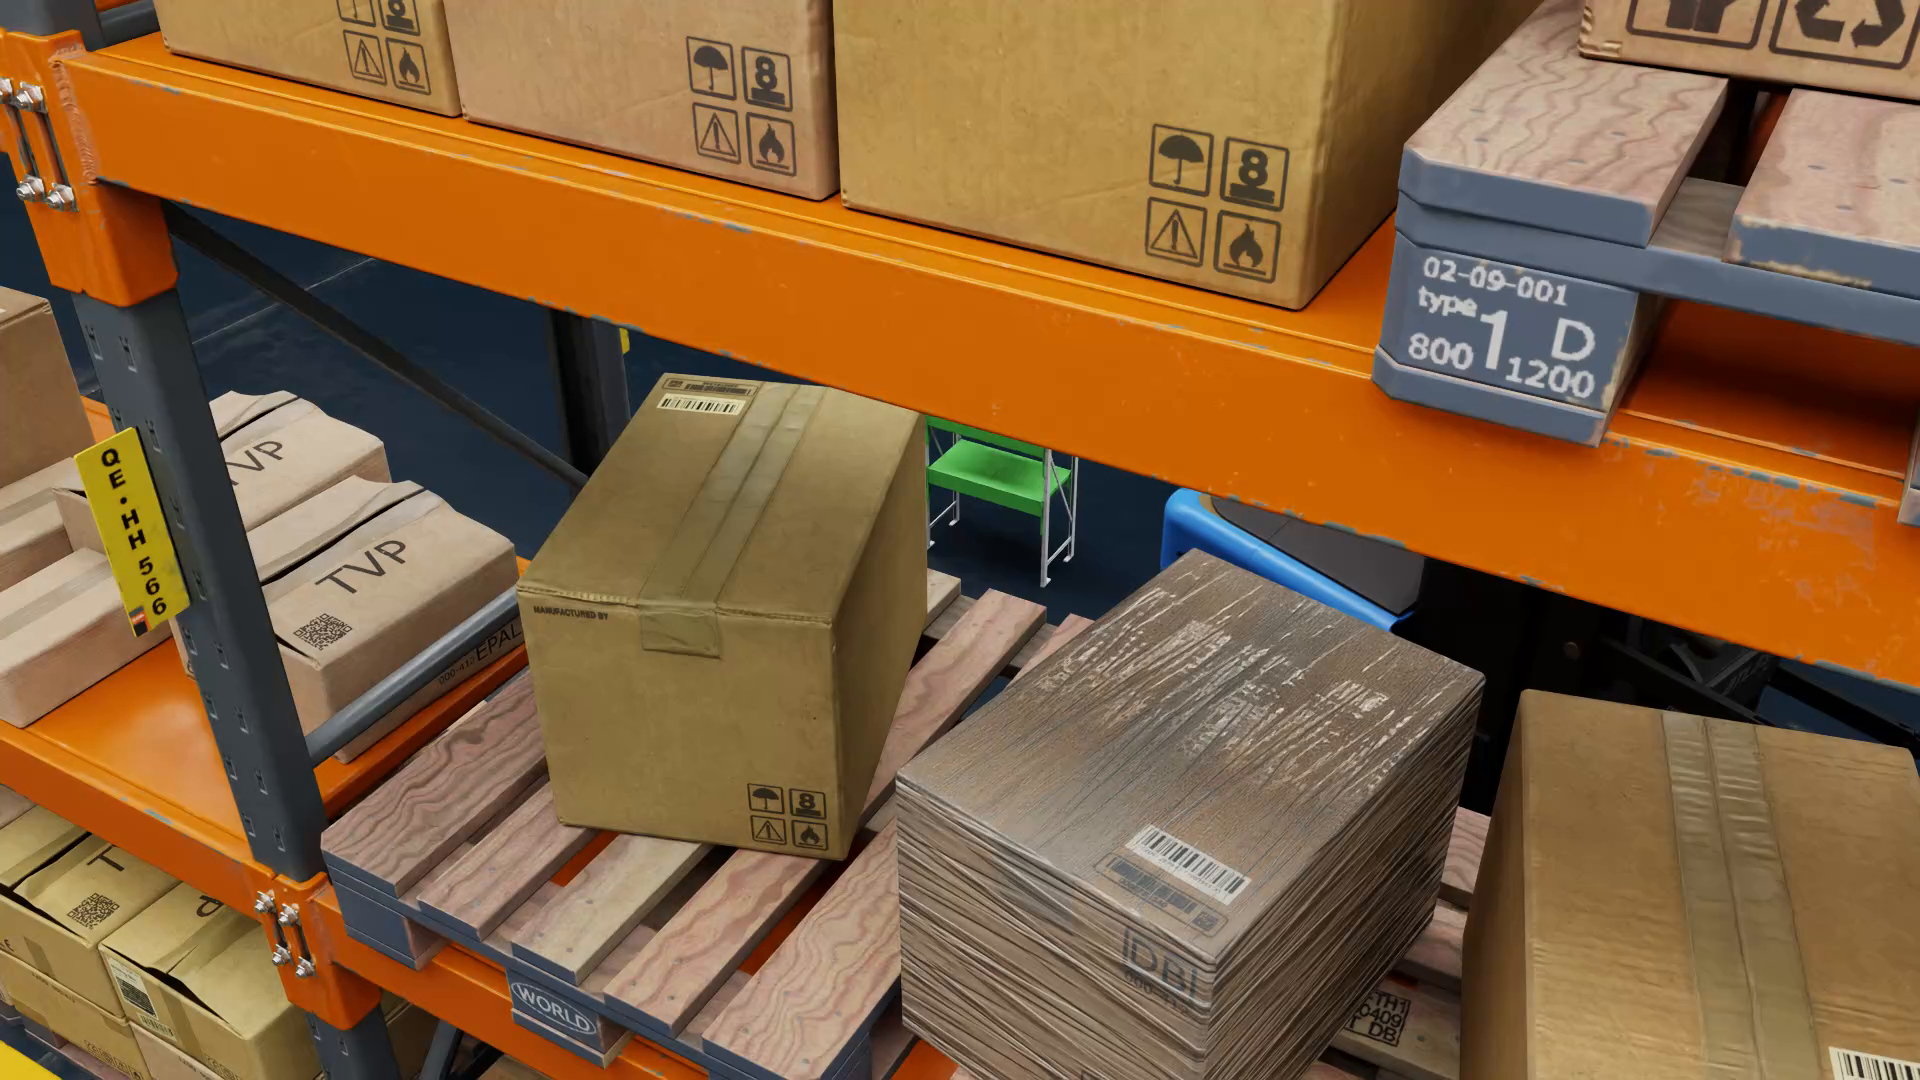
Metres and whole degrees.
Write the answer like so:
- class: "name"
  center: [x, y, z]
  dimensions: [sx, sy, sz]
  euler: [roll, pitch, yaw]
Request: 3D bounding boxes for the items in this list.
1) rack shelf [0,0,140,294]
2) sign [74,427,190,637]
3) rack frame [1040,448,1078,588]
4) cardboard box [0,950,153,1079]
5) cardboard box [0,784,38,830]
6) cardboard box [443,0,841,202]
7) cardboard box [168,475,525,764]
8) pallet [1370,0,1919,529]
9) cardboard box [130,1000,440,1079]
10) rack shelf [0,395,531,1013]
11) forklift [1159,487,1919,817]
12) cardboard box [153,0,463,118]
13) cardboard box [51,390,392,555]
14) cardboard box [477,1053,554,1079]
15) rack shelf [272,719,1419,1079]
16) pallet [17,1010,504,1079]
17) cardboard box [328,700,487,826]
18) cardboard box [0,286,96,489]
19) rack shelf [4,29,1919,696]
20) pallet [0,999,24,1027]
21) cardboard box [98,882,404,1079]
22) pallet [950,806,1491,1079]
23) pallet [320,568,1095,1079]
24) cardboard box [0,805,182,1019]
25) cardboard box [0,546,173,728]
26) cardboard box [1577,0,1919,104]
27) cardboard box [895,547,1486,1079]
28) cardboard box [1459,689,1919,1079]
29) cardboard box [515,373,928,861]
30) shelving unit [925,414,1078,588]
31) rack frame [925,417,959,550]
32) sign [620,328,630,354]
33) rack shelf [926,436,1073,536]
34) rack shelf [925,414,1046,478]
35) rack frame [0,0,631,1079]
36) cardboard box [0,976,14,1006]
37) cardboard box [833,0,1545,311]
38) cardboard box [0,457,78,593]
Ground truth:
- class: "rack shelf"
  center: [-2.710, -1.293, 3.429]
  dimensions: [4.000, 0.370, 1.077]
  euler: [18, 37, 24]
- class: "sign"
  center: [-1.246, -0.008, 2.511]
  dimensions: [0.005, 0.325, 0.100]
  euler: [18, 37, 24]
- class: "rack frame"
  center: [0.356, -0.387, 5.748]
  dimensions: [0.015, 1.200, 0.240]
  euler: [18, 37, 24]
- class: "cardboard box"
  center: [-2.001, 1.008, 4.132]
  dimensions: [0.500, 0.250, 0.500]
  euler: [17, 37, 24]
- class: "cardboard box"
  center: [-2.442, 0.637, 4.184]
  dimensions: [0.500, 0.311, 0.500]
  euler: [17, 37, 24]
- class: "cardboard box"
  center: [-0.135, -0.840, 2.009]
  dimensions: [0.500, 0.500, 0.910]
  euler: [18, 37, 24]
- class: "cardboard box"
  center: [-1.268, 0.122, 3.441]
  dimensions: [0.500, 0.311, 0.500]
  euler: [20, 39, 27]
- class: "pallet"
  center: [1.066, -0.361, 1.550]
  dimensions: [1.003, 0.211, 1.213]
  euler: [18, 37, 24]
- class: "cardboard box"
  center: [-1.552, 1.148, 3.921]
  dimensions: [0.500, 0.250, 0.500]
  euler: [19, 38, 25]
- class: "rack shelf"
  center: [-2.710, -0.045, 4.260]
  dimensions: [4.000, 0.370, 1.077]
  euler: [18, 37, 24]
- class: "forklift"
  center: [1.870, 0.007, 3.596]
  dimensions: [1.130, 2.935, 3.031]
  euler: [-25, 41, -32]
- class: "cardboard box"
  center: [-0.578, -0.981, 2.220]
  dimensions: [0.500, 0.500, 0.910]
  euler: [18, 37, 24]
- class: "cardboard box"
  center: [-1.654, -0.096, 3.769]
  dimensions: [0.500, 0.311, 0.500]
  euler: [17, 37, 24]
- class: "cardboard box"
  center: [-0.720, 1.326, 3.411]
  dimensions: [0.500, 0.500, 0.500]
  euler: [19, 38, 26]
- class: "rack shelf"
  center: [0.763, 1.055, 2.608]
  dimensions: [4.000, 0.370, 1.077]
  euler: [18, 37, 24]
- class: "pallet"
  center: [-1.669, 1.121, 4.376]
  dimensions: [1.213, 0.211, 1.003]
  euler: [18, 37, 24]
- class: "cardboard box"
  center: [-1.283, 0.657, 4.154]
  dimensions: [0.500, 0.311, 0.500]
  euler: [19, 38, 26]
- class: "cardboard box"
  center: [-2.439, -0.289, 3.888]
  dimensions: [0.500, 0.500, 0.500]
  euler: [16, 37, 22]
- class: "rack shelf"
  center: [0.763, -0.193, 1.777]
  dimensions: [4.000, 0.370, 1.077]
  euler: [18, 37, 24]
- class: "pallet"
  center: [-2.724, 0.785, 4.880]
  dimensions: [1.213, 0.211, 1.003]
  euler: [18, 37, 24]
- class: "cardboard box"
  center: [-1.551, 0.916, 3.763]
  dimensions: [0.500, 0.311, 0.500]
  euler: [19, 38, 26]
- class: "pallet"
  center: [0.717, 0.818, 2.488]
  dimensions: [1.213, 0.211, 1.003]
  euler: [18, 37, 24]
- class: "pallet"
  center: [-0.350, 0.438, 3.059]
  dimensions: [1.003, 0.211, 1.213]
  euler: [18, 37, 24]
- class: "cardboard box"
  center: [-2.005, 0.777, 3.973]
  dimensions: [0.500, 0.311, 0.500]
  euler: [17, 37, 24]
- class: "cardboard box"
  center: [-1.892, 0.196, 3.476]
  dimensions: [0.250, 0.149, 0.380]
  euler: [18, 37, 24]
- class: "cardboard box"
  center: [0.939, -0.740, 1.390]
  dimensions: [0.600, 0.600, 0.600]
  euler: [16, 37, 23]
- class: "cardboard box"
  center: [0.328, 0.452, 2.396]
  dimensions: [0.500, 0.500, 0.700]
  euler: [25, 41, 33]
- class: "cardboard box"
  center: [0.935, 0.633, 2.124]
  dimensions: [0.500, 0.500, 0.700]
  euler: [8, 35, 12]
- class: "cardboard box"
  center: [-0.371, 0.108, 2.912]
  dimensions: [0.500, 0.500, 0.700]
  euler: [6, 34, 9]
- class: "shelving unit"
  center: [0.144, -0.454, 5.849]
  dimensions: [0.503, 1.200, 0.258]
  euler: [18, 37, 24]
- class: "rack frame"
  center: [-0.068, -0.521, 5.950]
  dimensions: [0.015, 1.200, 0.240]
  euler: [18, 37, 24]
- class: "sign"
  center: [-0.713, -0.507, 3.332]
  dimensions: [0.005, 0.325, 0.100]
  euler: [18, 37, 24]
- class: "rack shelf"
  center: [0.144, -0.201, 6.018]
  dimensions: [0.480, 0.148, 0.258]
  euler: [18, 37, 24]
- class: "rack shelf"
  center: [0.144, -0.401, 5.885]
  dimensions: [0.480, 0.148, 0.258]
  euler: [18, 37, 24]
- class: "rack frame"
  center: [-0.974, 0.206, 3.235]
  dimensions: [0.127, 3.000, 1.000]
  euler: [18, 37, 24]
- class: "cardboard box"
  center: [-2.436, 0.868, 4.342]
  dimensions: [0.500, 0.250, 0.500]
  euler: [18, 38, 25]
- class: "cardboard box"
  center: [0.316, -0.697, 1.794]
  dimensions: [0.500, 0.500, 0.910]
  euler: [18, 37, 24]
- class: "cardboard box"
  center: [-2.109, -0.013, 3.790]
  dimensions: [0.250, 0.149, 0.380]
  euler: [21, 39, 28]
